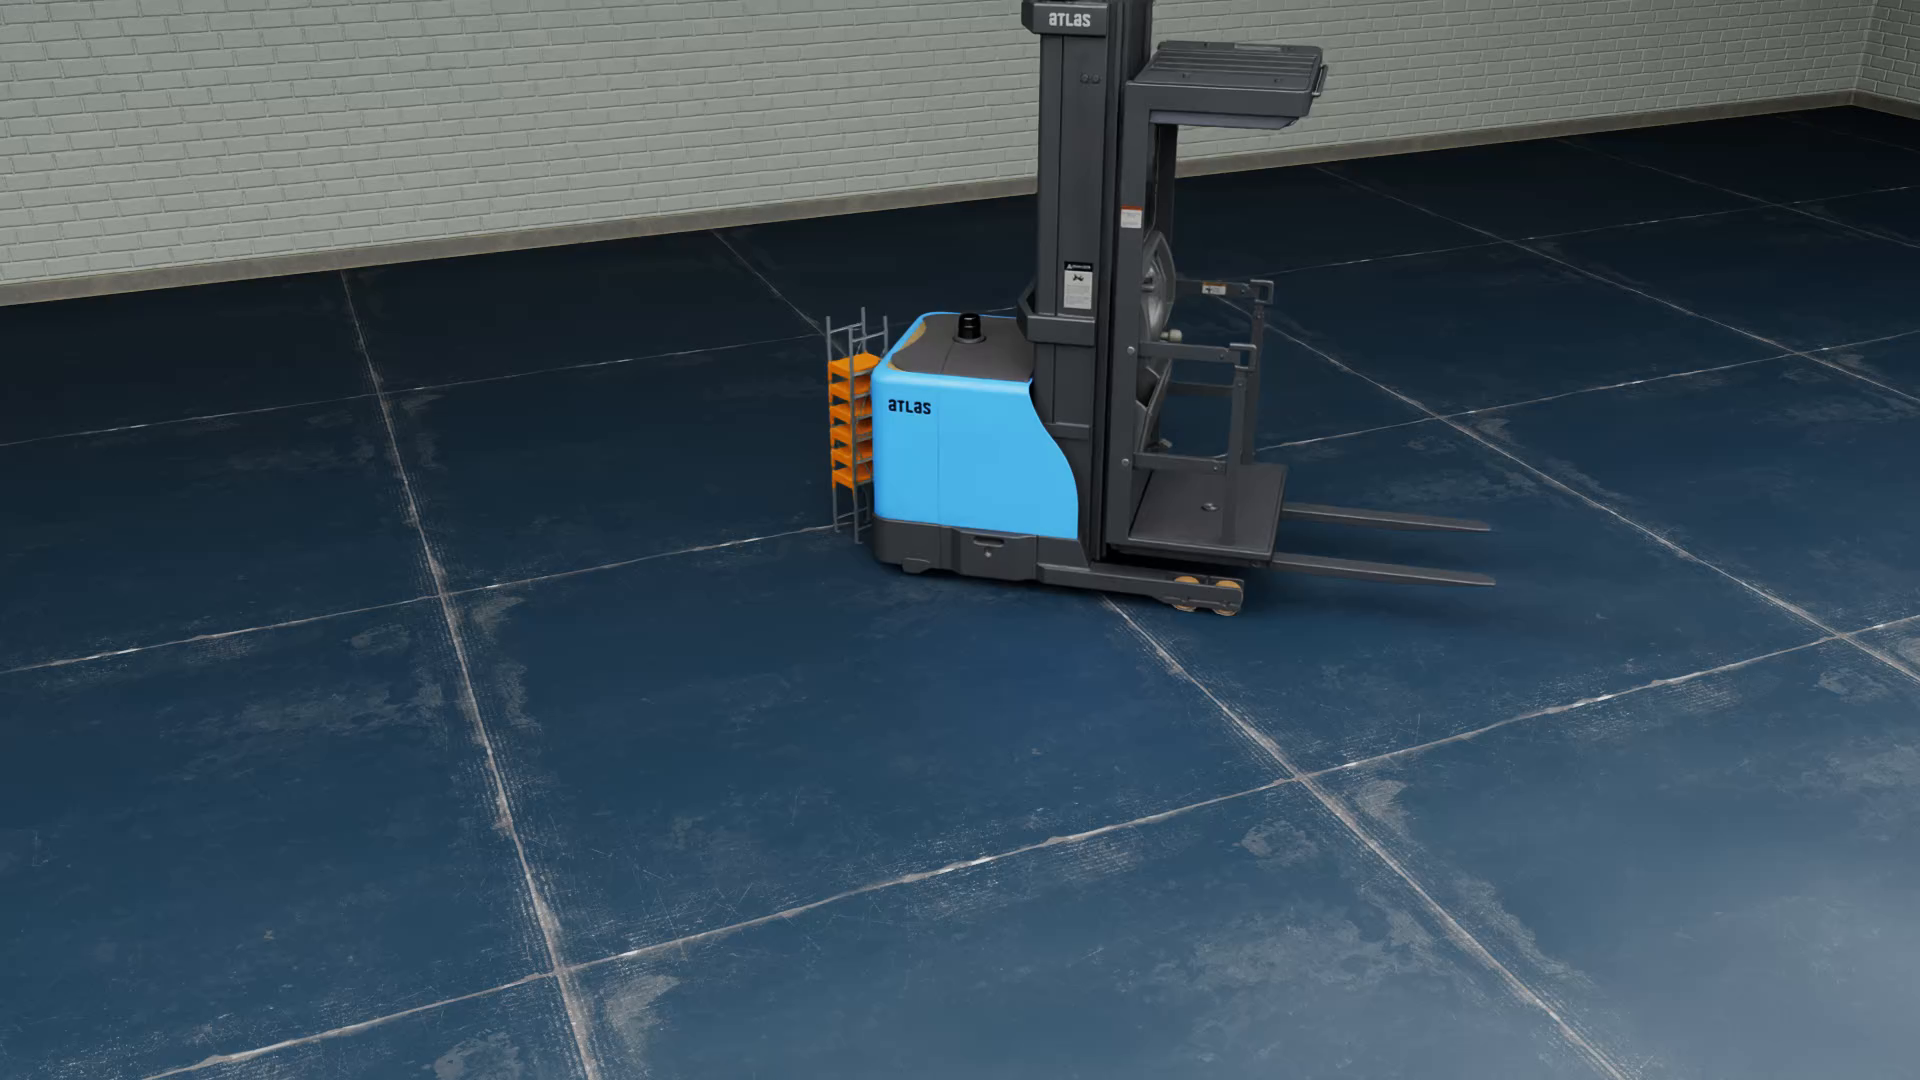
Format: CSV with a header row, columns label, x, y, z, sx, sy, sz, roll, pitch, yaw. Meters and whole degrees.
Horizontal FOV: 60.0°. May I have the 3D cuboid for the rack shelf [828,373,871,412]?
label,x,y,z,sx,sy,sz,roll,pitch,yaw
rack shelf,-0.515,-0.754,8.481,0.258,0.103,0.180,-21,33,-36

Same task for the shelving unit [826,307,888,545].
label,x,y,z,sx,sy,sz,roll,pitch,yaw
shelving unit,-0.515,-0.578,8.567,0.258,1.200,0.189,-21,33,-36

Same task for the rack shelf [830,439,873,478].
label,x,y,z,sx,sy,sz,roll,pitch,yaw
rack shelf,-0.515,-0.430,8.639,0.258,0.103,0.180,-21,33,-36

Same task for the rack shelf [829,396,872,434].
label,x,y,z,sx,sy,sz,roll,pitch,yaw
rack shelf,-0.515,-0.646,8.533,0.258,0.103,0.180,-21,33,-36

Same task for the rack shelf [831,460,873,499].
label,x,y,z,sx,sy,sz,roll,pitch,yaw
rack shelf,-0.515,-0.323,8.691,0.258,0.103,0.180,-21,33,-36

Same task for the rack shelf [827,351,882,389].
label,x,y,z,sx,sy,sz,roll,pitch,yaw
rack shelf,-0.515,-0.862,8.428,0.258,0.103,0.180,-21,33,-36

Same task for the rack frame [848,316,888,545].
label,x,y,z,sx,sy,sz,roll,pitch,yaw
rack frame,-0.456,-0.548,8.504,0.240,1.200,0.006,-21,33,-36

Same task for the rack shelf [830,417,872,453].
label,x,y,z,sx,sy,sz,roll,pitch,yaw
rack shelf,-0.515,-0.538,8.586,0.258,0.103,0.180,-21,33,-36

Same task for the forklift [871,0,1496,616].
label,x,y,z,sx,sy,sz,roll,pitch,yaw
forklift,1.130,-1.210,7.888,3.031,2.935,1.130,6,27,13

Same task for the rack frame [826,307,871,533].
label,x,y,z,sx,sy,sz,roll,pitch,yaw
rack frame,-0.575,-0.609,8.629,0.240,1.200,0.006,-21,33,-36
